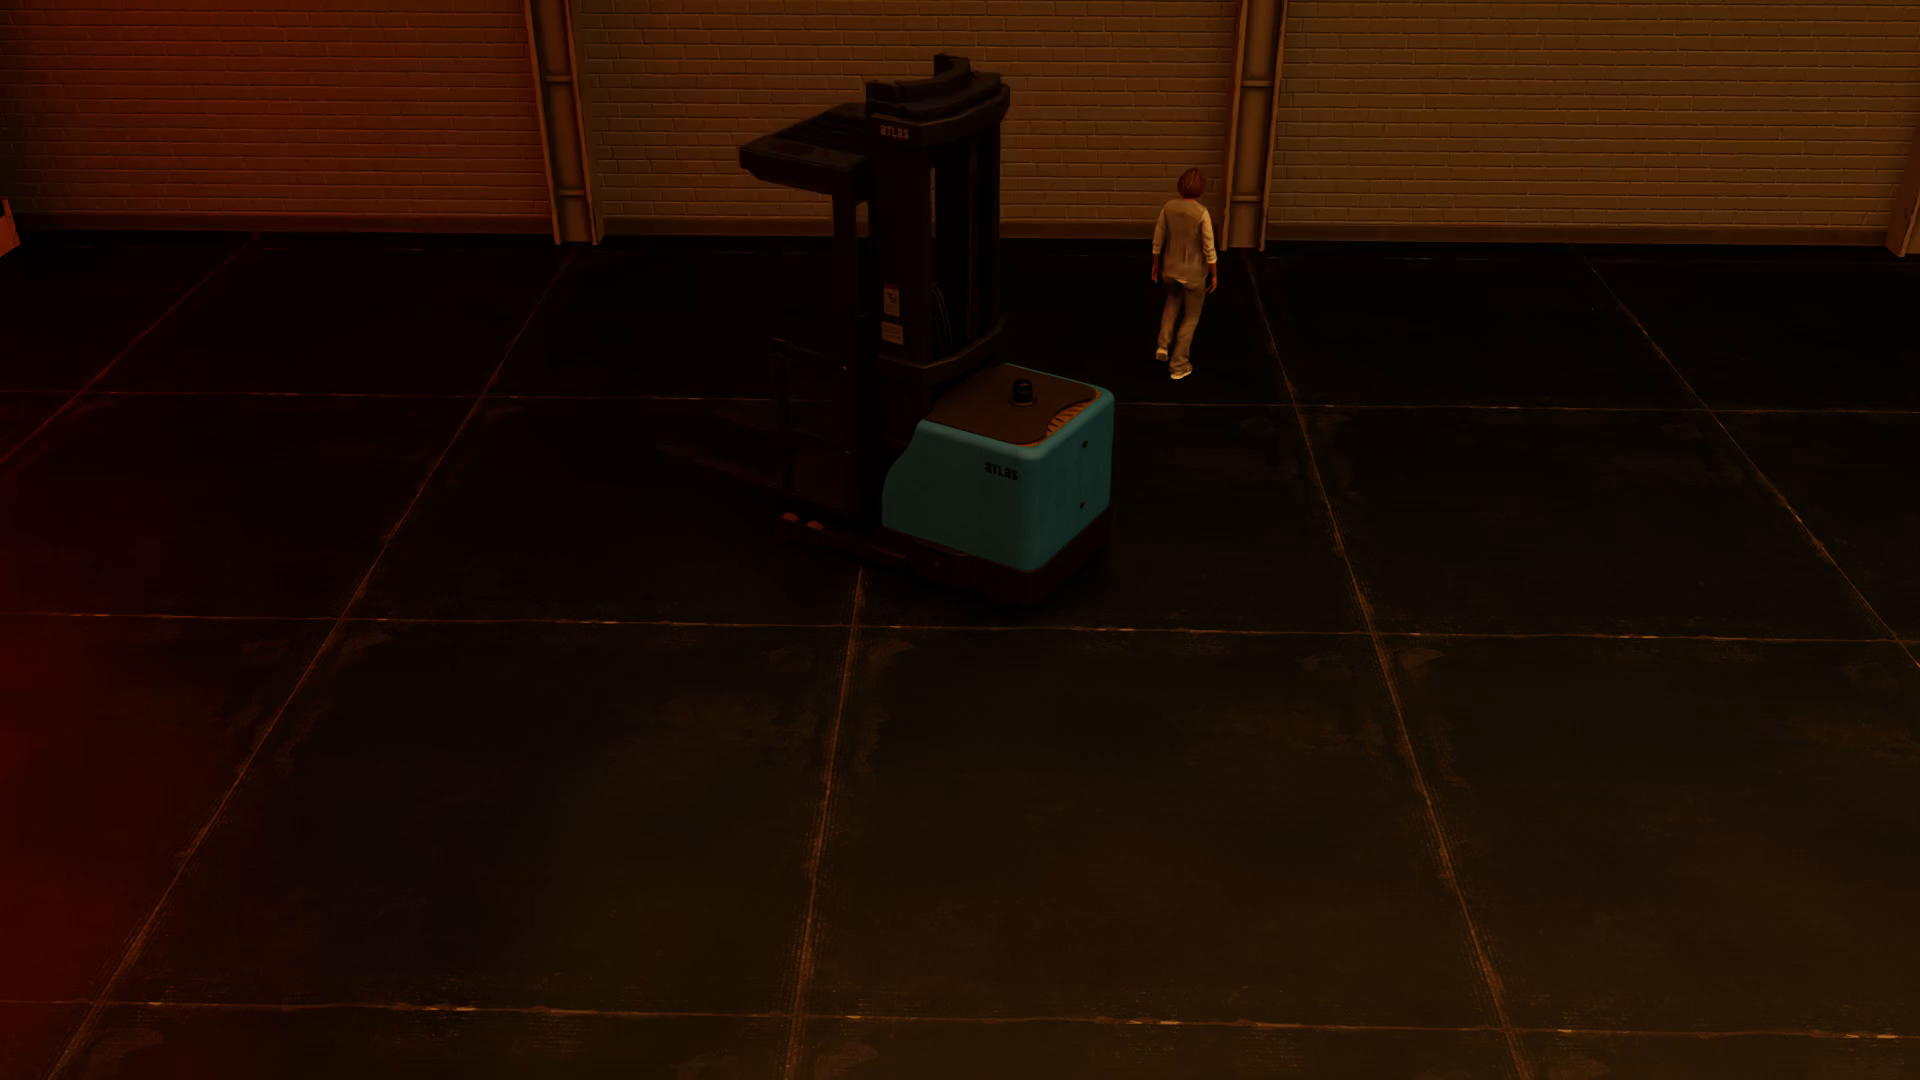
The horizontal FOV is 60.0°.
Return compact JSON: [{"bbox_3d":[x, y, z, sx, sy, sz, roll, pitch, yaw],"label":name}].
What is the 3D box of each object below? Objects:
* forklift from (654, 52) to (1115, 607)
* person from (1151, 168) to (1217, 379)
[{"bbox_3d":[-0.584,-1.423,10.027,3.031,2.935,1.130,18,35,27],"label":"forklift"},{"bbox_3d":[1.672,-1.970,12.318,0.512,1.606,0.458,19,36,29],"label":"person"}]
